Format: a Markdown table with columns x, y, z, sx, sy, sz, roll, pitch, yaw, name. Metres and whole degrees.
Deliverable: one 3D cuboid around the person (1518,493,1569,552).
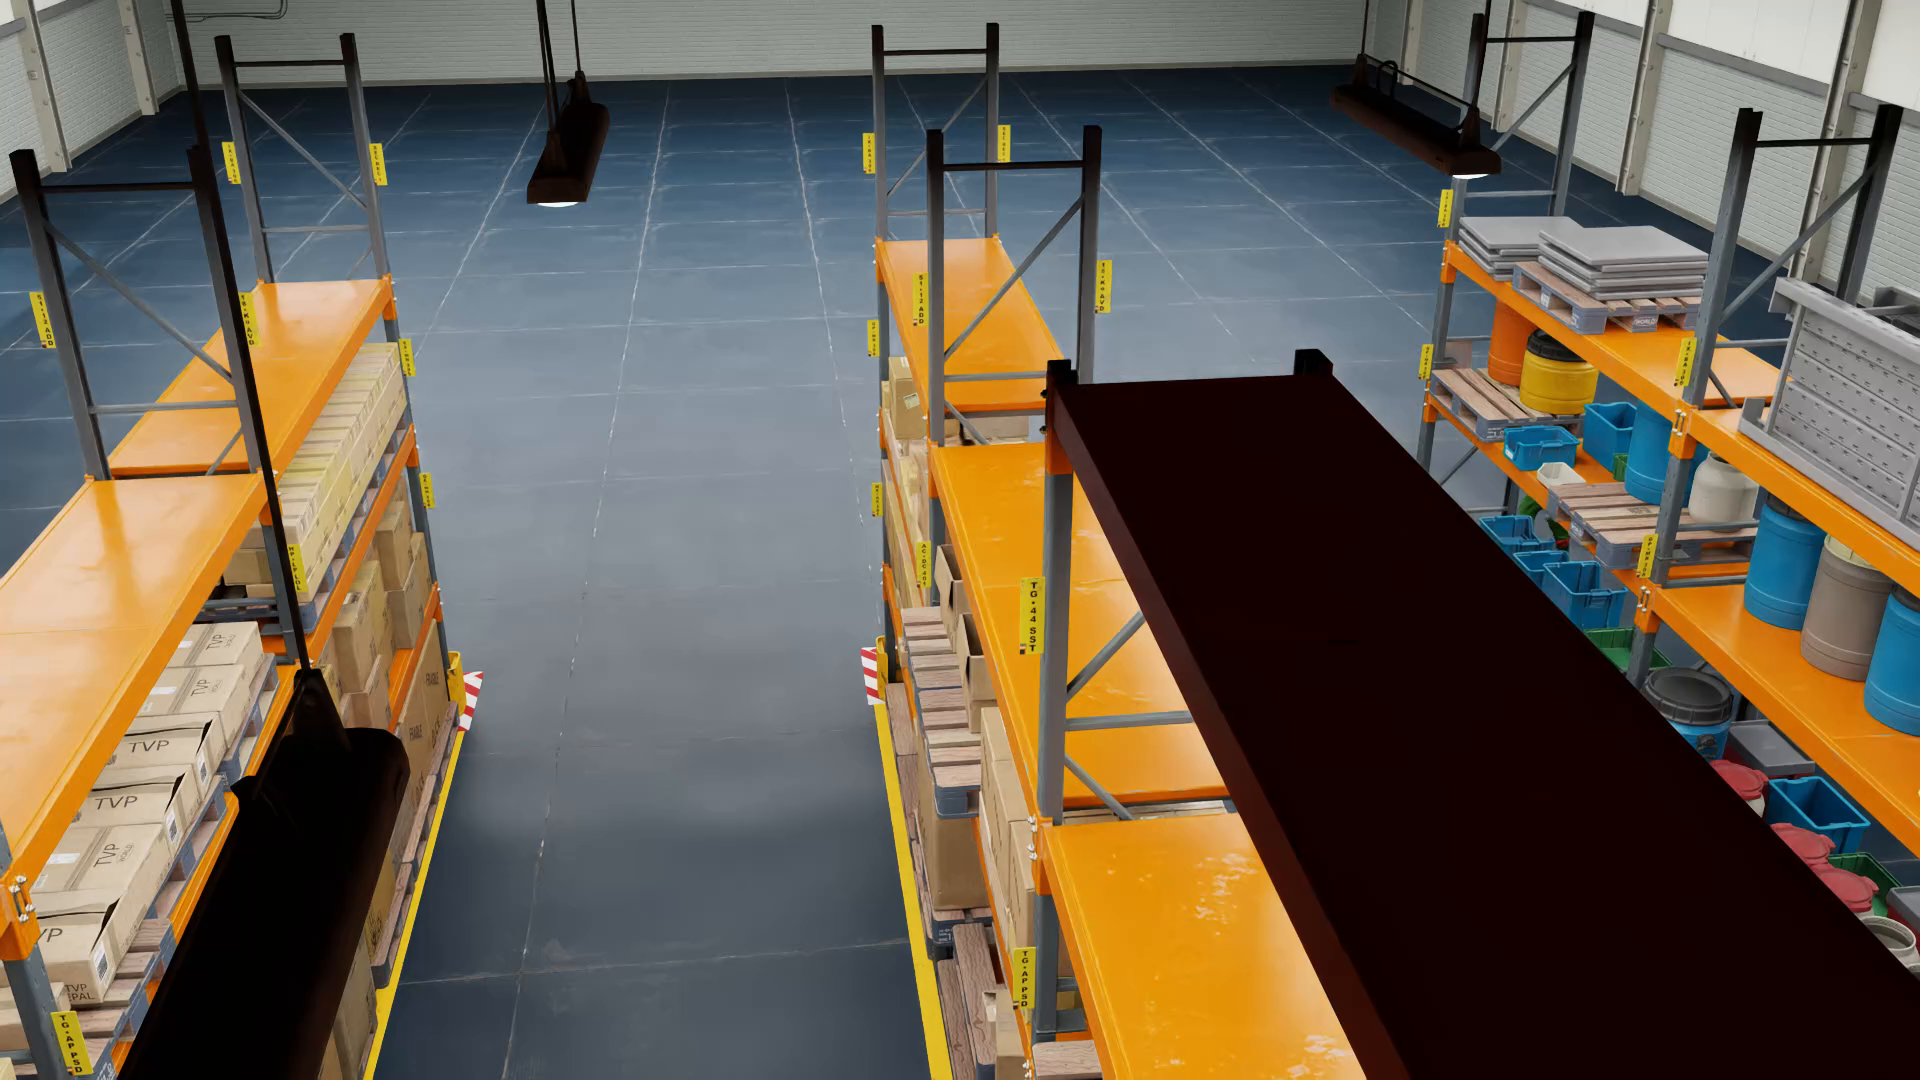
| x | y | z | sx | sy | sz | roll | pitch | yaw | name |
| --- | --- | --- | --- | --- | --- | --- | --- | --- | --- |
| 6.111 | -0.480 | 17.446 | 0.901 | 1.752 | 0.589 | -10 | 27 | -19 | person |
